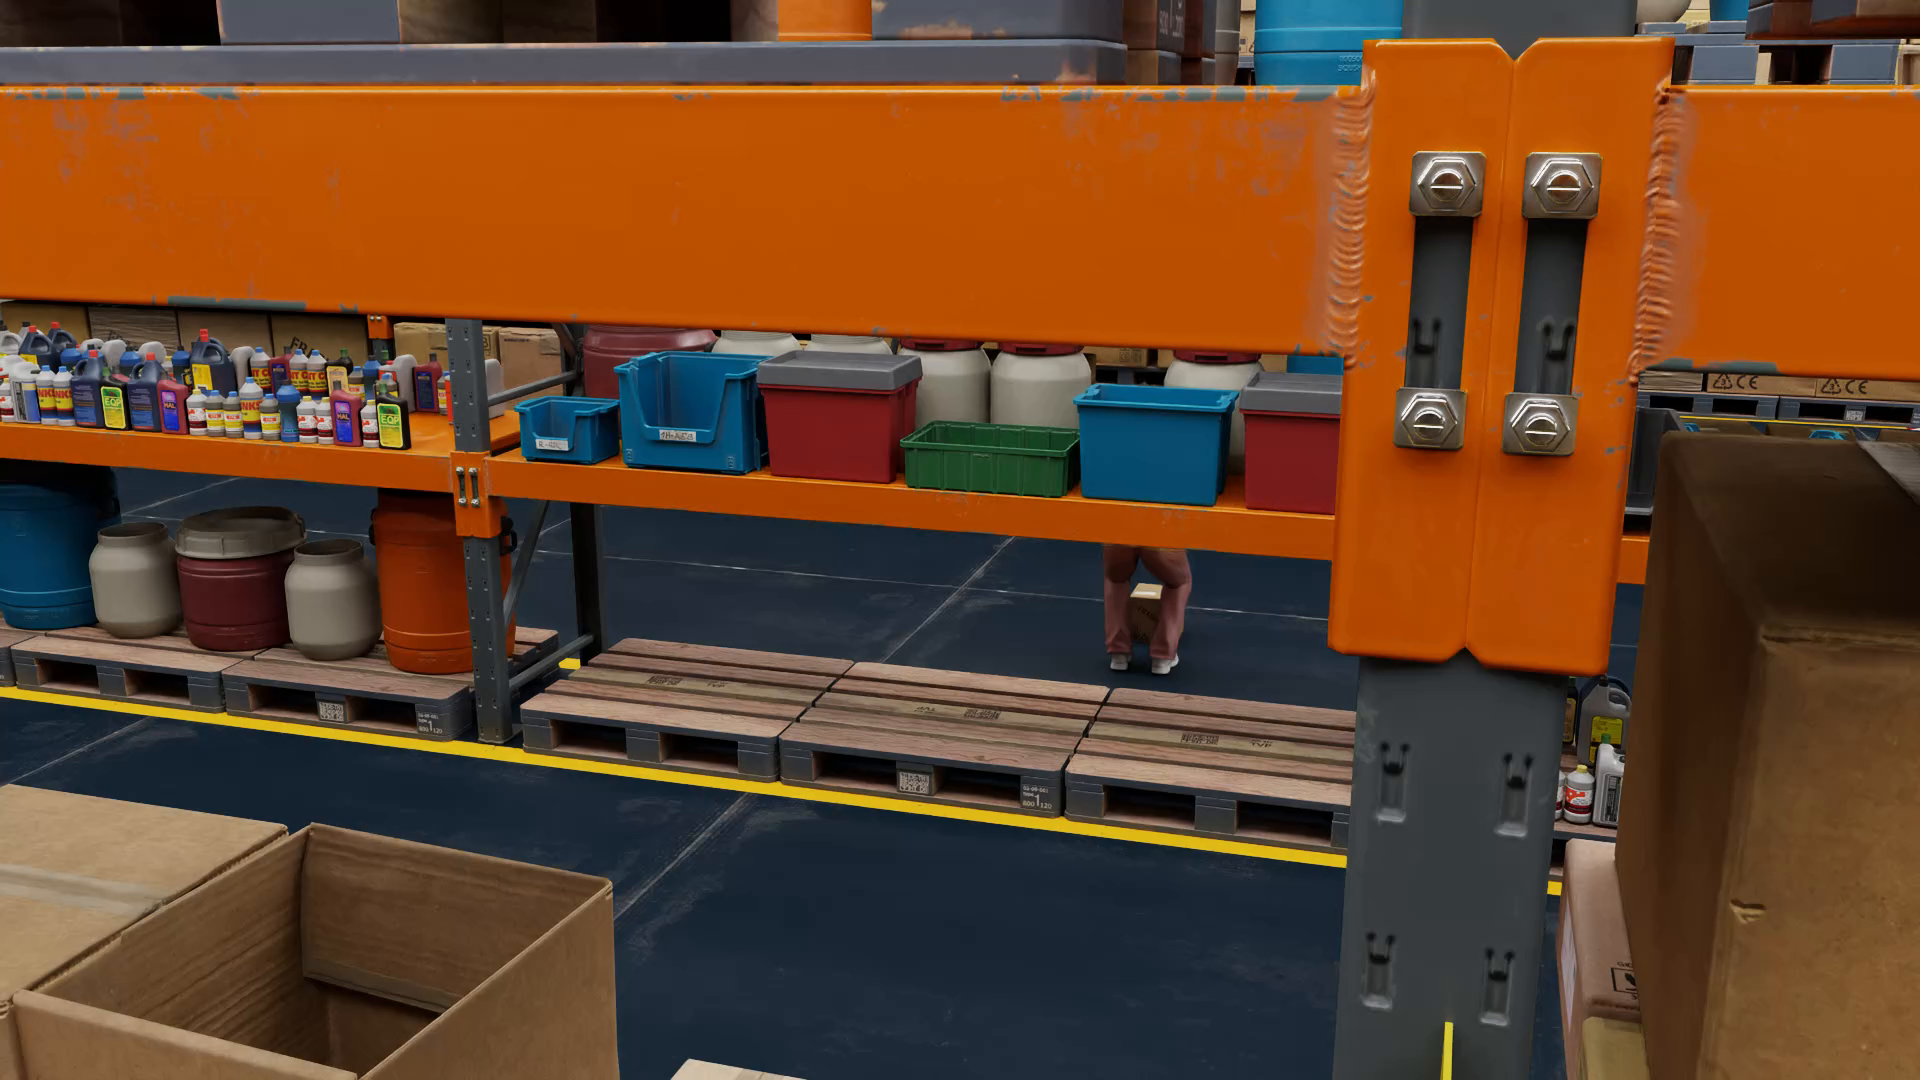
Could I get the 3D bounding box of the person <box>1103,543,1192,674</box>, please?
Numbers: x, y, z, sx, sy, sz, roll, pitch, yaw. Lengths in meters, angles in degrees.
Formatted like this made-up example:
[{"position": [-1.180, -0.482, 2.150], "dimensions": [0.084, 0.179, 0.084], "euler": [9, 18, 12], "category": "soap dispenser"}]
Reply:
[{"position": [0.902, -0.001, 8.300], "dimensions": [0.511, 1.275, 0.695], "euler": [4, 16, 16], "category": "person"}]
